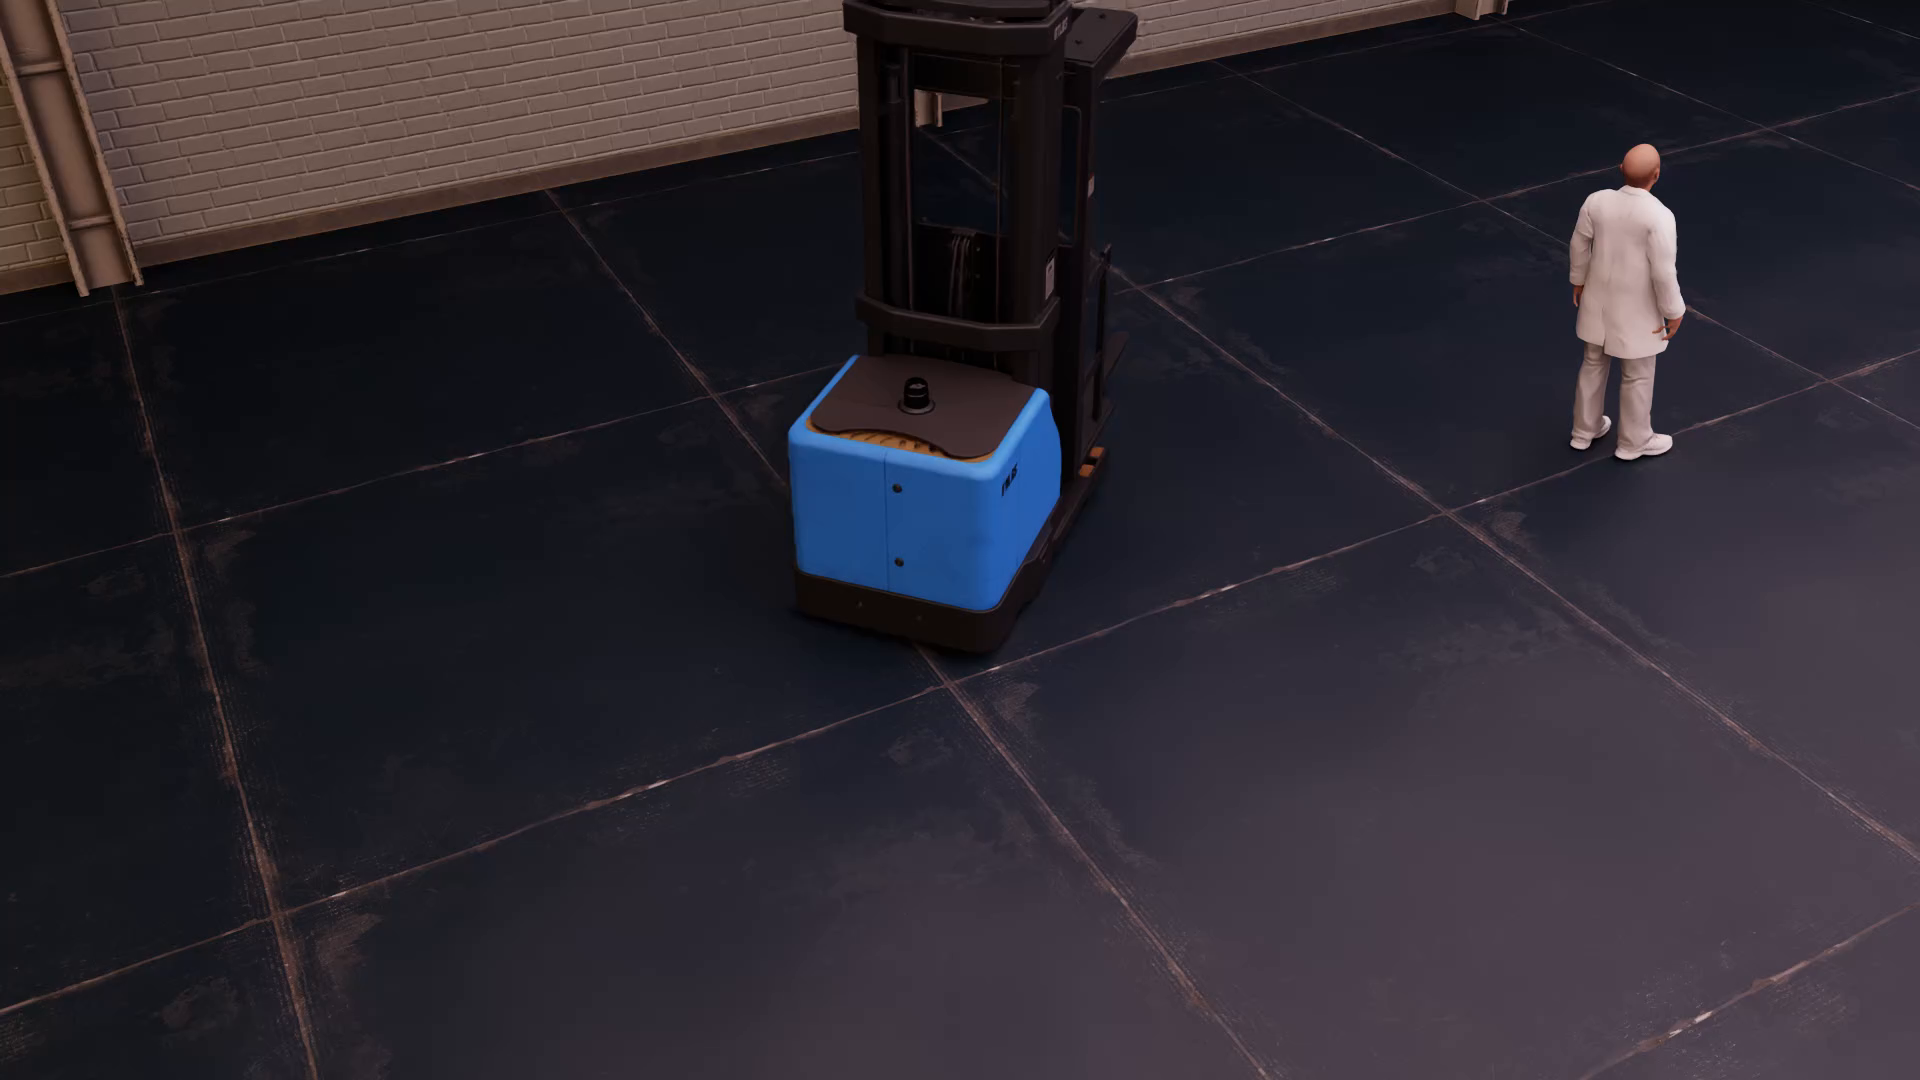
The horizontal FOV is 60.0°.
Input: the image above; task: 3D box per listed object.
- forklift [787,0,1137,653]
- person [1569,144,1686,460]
[{"bbox_3d":[0.183,-1.515,8.266,1.130,2.935,3.031,12,37,16],"label":"forklift"},{"bbox_3d":[3.613,-1.297,8.945,0.581,1.776,0.694,-22,41,-28],"label":"person"}]
